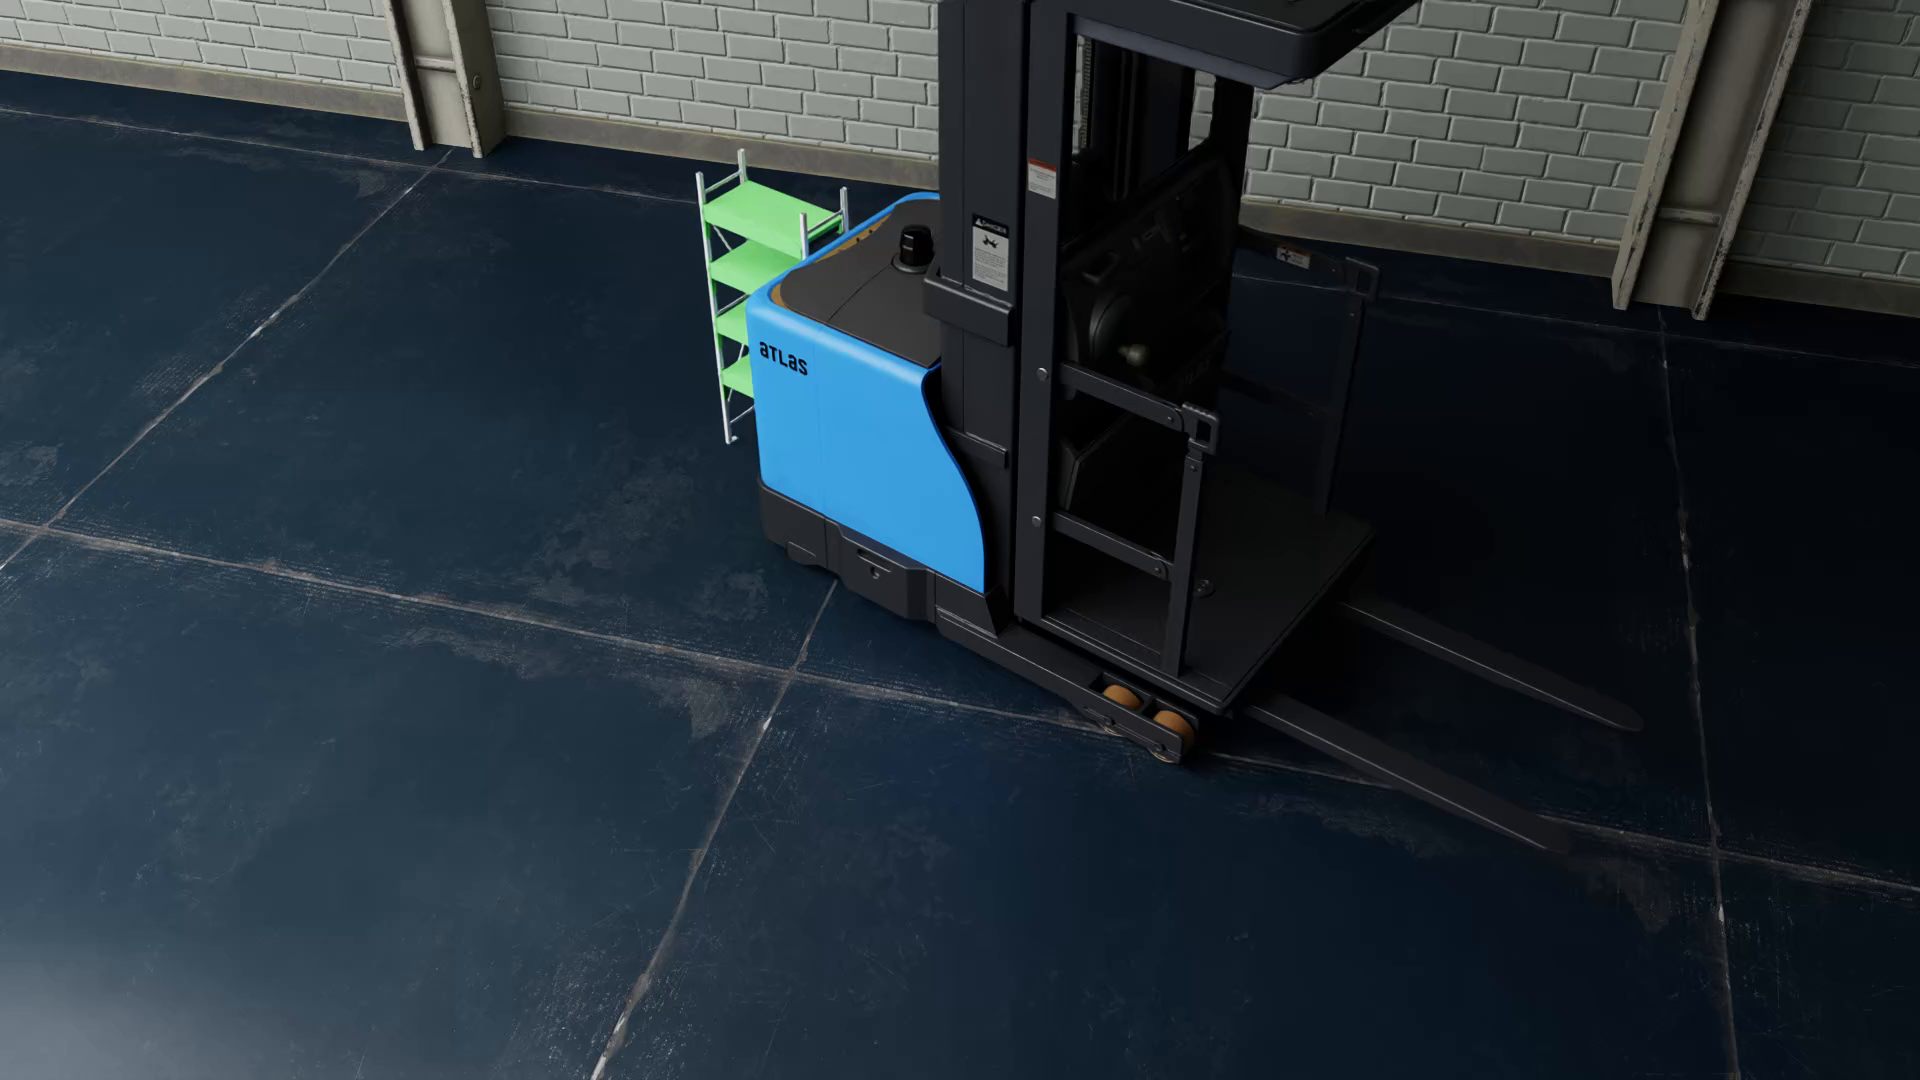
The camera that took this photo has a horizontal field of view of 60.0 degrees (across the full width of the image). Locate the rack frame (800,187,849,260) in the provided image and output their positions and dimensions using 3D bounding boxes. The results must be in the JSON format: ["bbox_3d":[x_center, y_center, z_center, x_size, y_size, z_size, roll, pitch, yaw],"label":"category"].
[{"bbox_3d":[-0.475,-0.722,6.176,0.015,1.200,0.240,26,46,27],"label":"rack frame"}]

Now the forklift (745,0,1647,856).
[{"bbox_3d":[0.747,-0.793,4.915,3.031,2.935,1.130,26,46,27],"label":"forklift"}]

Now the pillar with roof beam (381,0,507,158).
[{"bbox_3d":[-3.732,-2.875,2.676,0.400,9.000,9.100,10,41,11],"label":"pillar with roof beam"}]

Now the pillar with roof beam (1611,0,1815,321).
[{"bbox_3d":[2.064,-1.877,1.488,0.400,9.000,9.100,10,41,11],"label":"pillar with roof beam"}]

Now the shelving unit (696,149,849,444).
[{"bbox_3d":[-0.671,-0.815,6.288,0.503,1.200,0.258,26,46,27],"label":"shelving unit"}]

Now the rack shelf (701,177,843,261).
[{"bbox_3d":[-0.671,-1.134,6.020,0.480,0.148,0.258,26,46,27],"label":"rack shelf"}]

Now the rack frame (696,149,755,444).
[{"bbox_3d":[-0.866,-0.909,6.400,0.015,1.200,0.240,26,46,27],"label":"rack frame"}]

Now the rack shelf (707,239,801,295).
[{"bbox_3d":[-0.671,-0.950,6.175,0.480,0.148,0.258,26,46,27],"label":"rack shelf"}]

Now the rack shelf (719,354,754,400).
[{"bbox_3d":[-0.671,-0.583,6.483,0.480,0.148,0.258,26,46,27],"label":"rack shelf"}]

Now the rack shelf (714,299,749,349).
[{"bbox_3d":[-0.671,-0.767,6.329,0.480,0.148,0.258,26,46,27],"label":"rack shelf"}]
